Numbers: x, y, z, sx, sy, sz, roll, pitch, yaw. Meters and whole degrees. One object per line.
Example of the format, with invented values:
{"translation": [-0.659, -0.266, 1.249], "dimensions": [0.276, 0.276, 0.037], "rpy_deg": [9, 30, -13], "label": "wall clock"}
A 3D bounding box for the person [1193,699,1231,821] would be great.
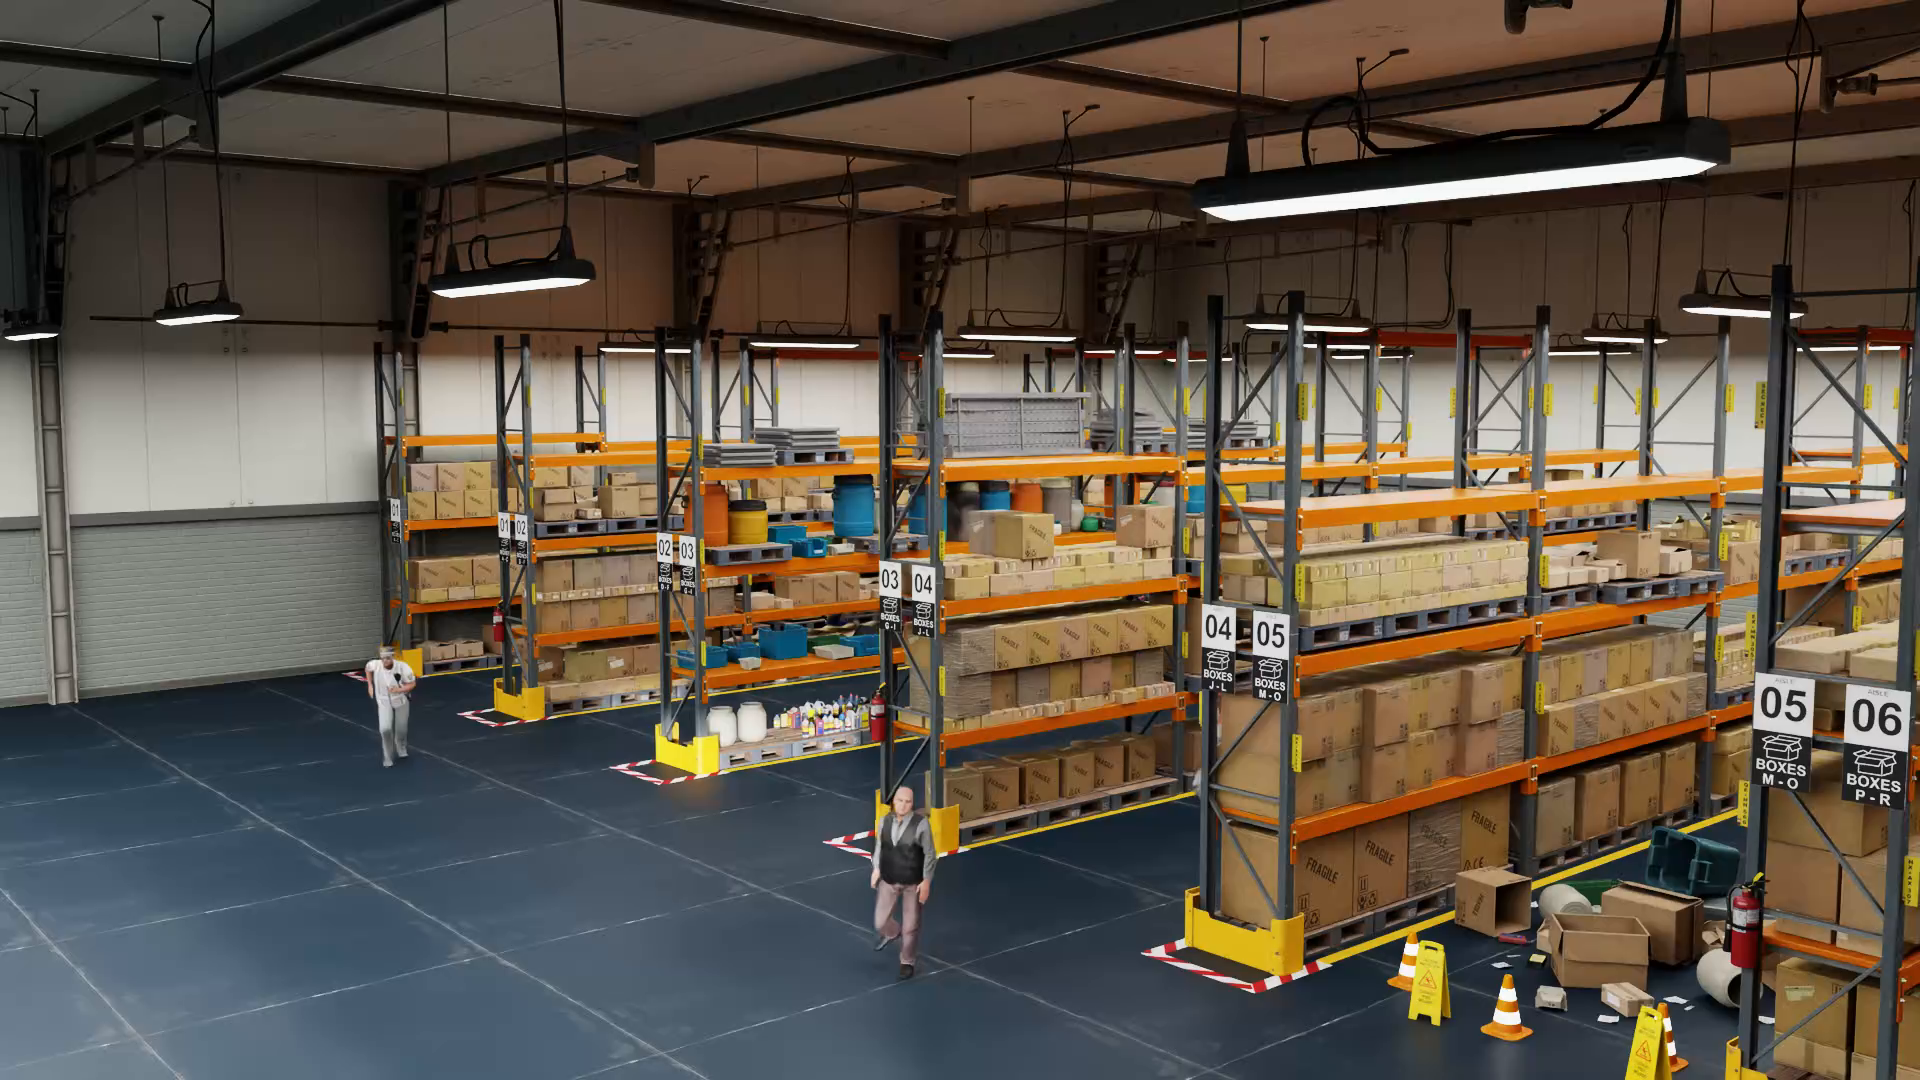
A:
{"translation": [3.041, 2.654, 19.516], "dimensions": [0.569, 1.434, 0.940], "rpy_deg": [4, 6, 35], "label": "person"}

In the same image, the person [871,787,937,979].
{"translation": [-0.499, 2.987, 14.677], "dimensions": [0.696, 1.694, 0.677], "rpy_deg": [2, 5, 17], "label": "person"}

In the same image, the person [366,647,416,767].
{"translation": [-7.795, 2.292, 22.833], "dimensions": [0.694, 1.757, 0.945], "rpy_deg": [-1, 5, -9], "label": "person"}

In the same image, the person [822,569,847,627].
{"translation": [-2.454, 1.368, 33.483], "dimensions": [0.627, 1.590, 0.955], "rpy_deg": [4, 6, 36], "label": "person"}
